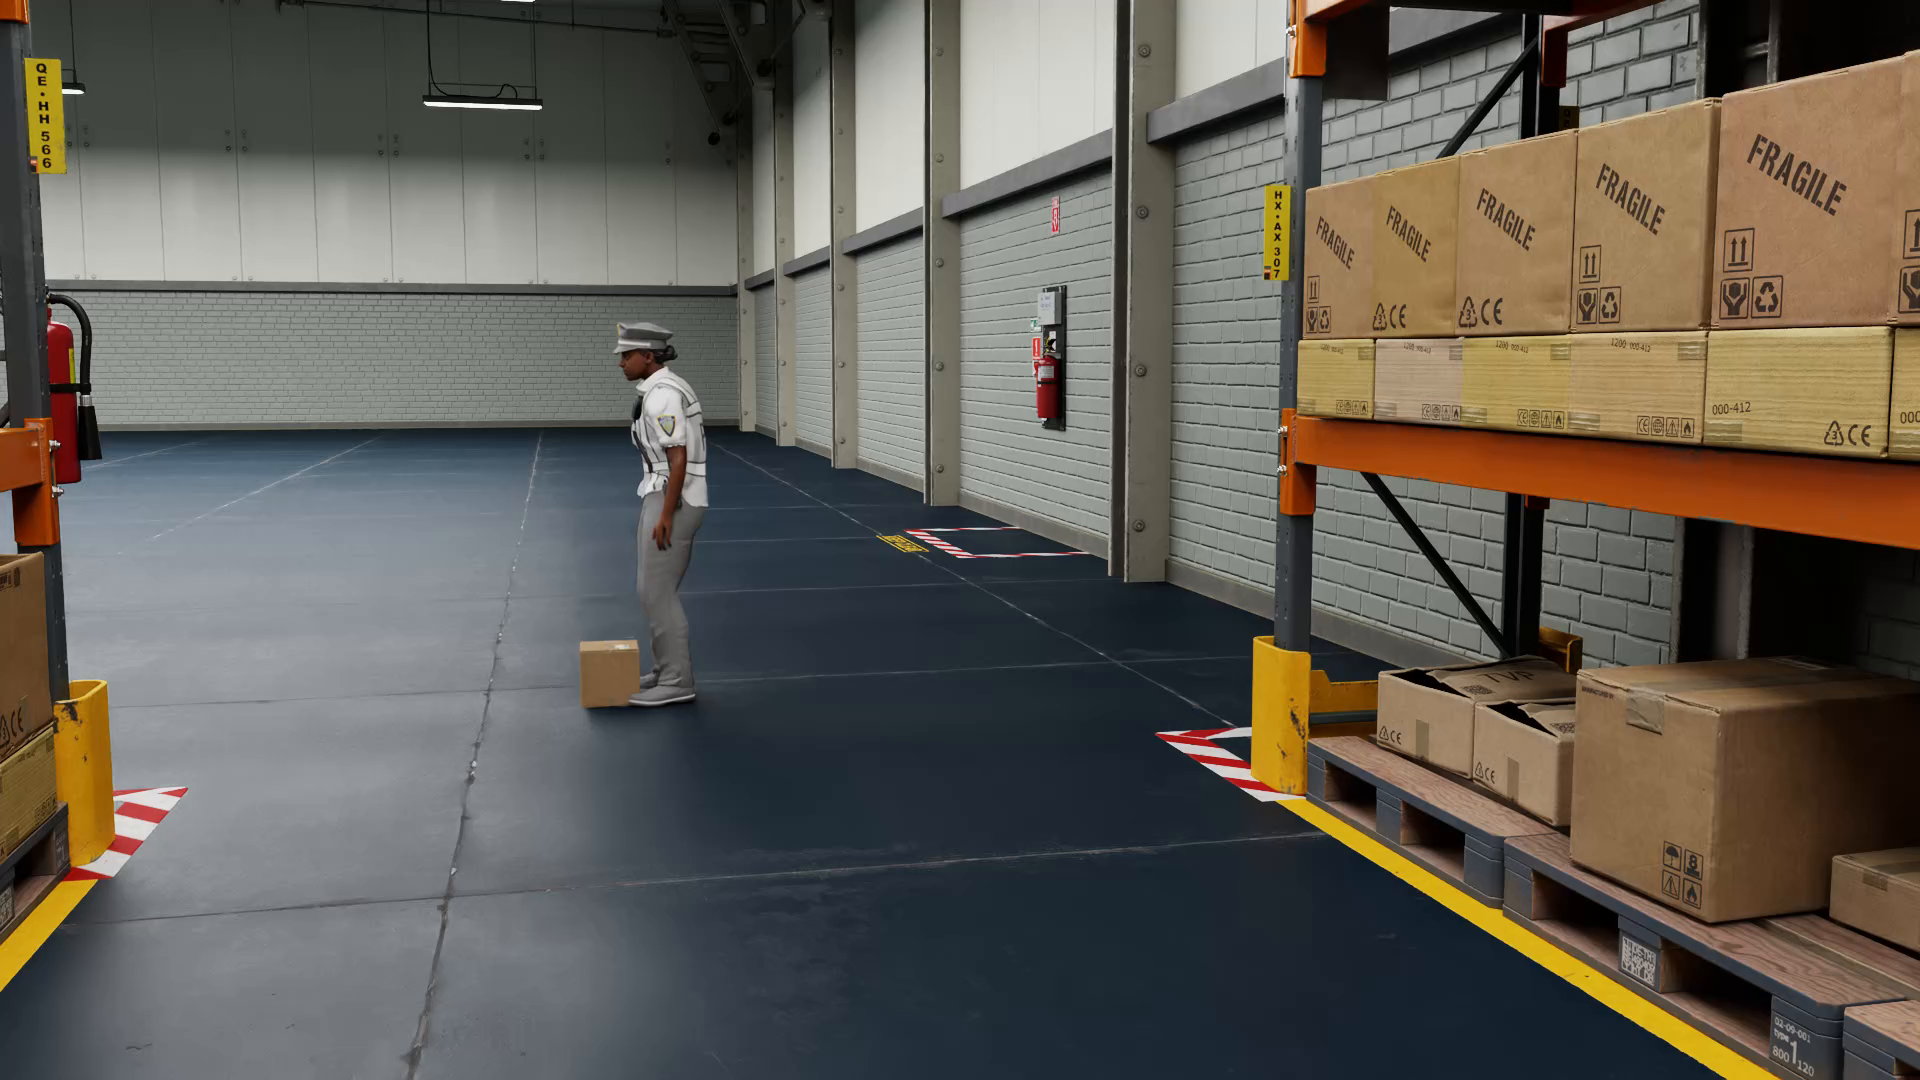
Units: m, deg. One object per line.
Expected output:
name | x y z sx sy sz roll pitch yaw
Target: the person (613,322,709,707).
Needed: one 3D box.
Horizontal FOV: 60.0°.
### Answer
person | -1.309 -0.114 7.298 0.395 1.645 0.512 -2 6 -16
